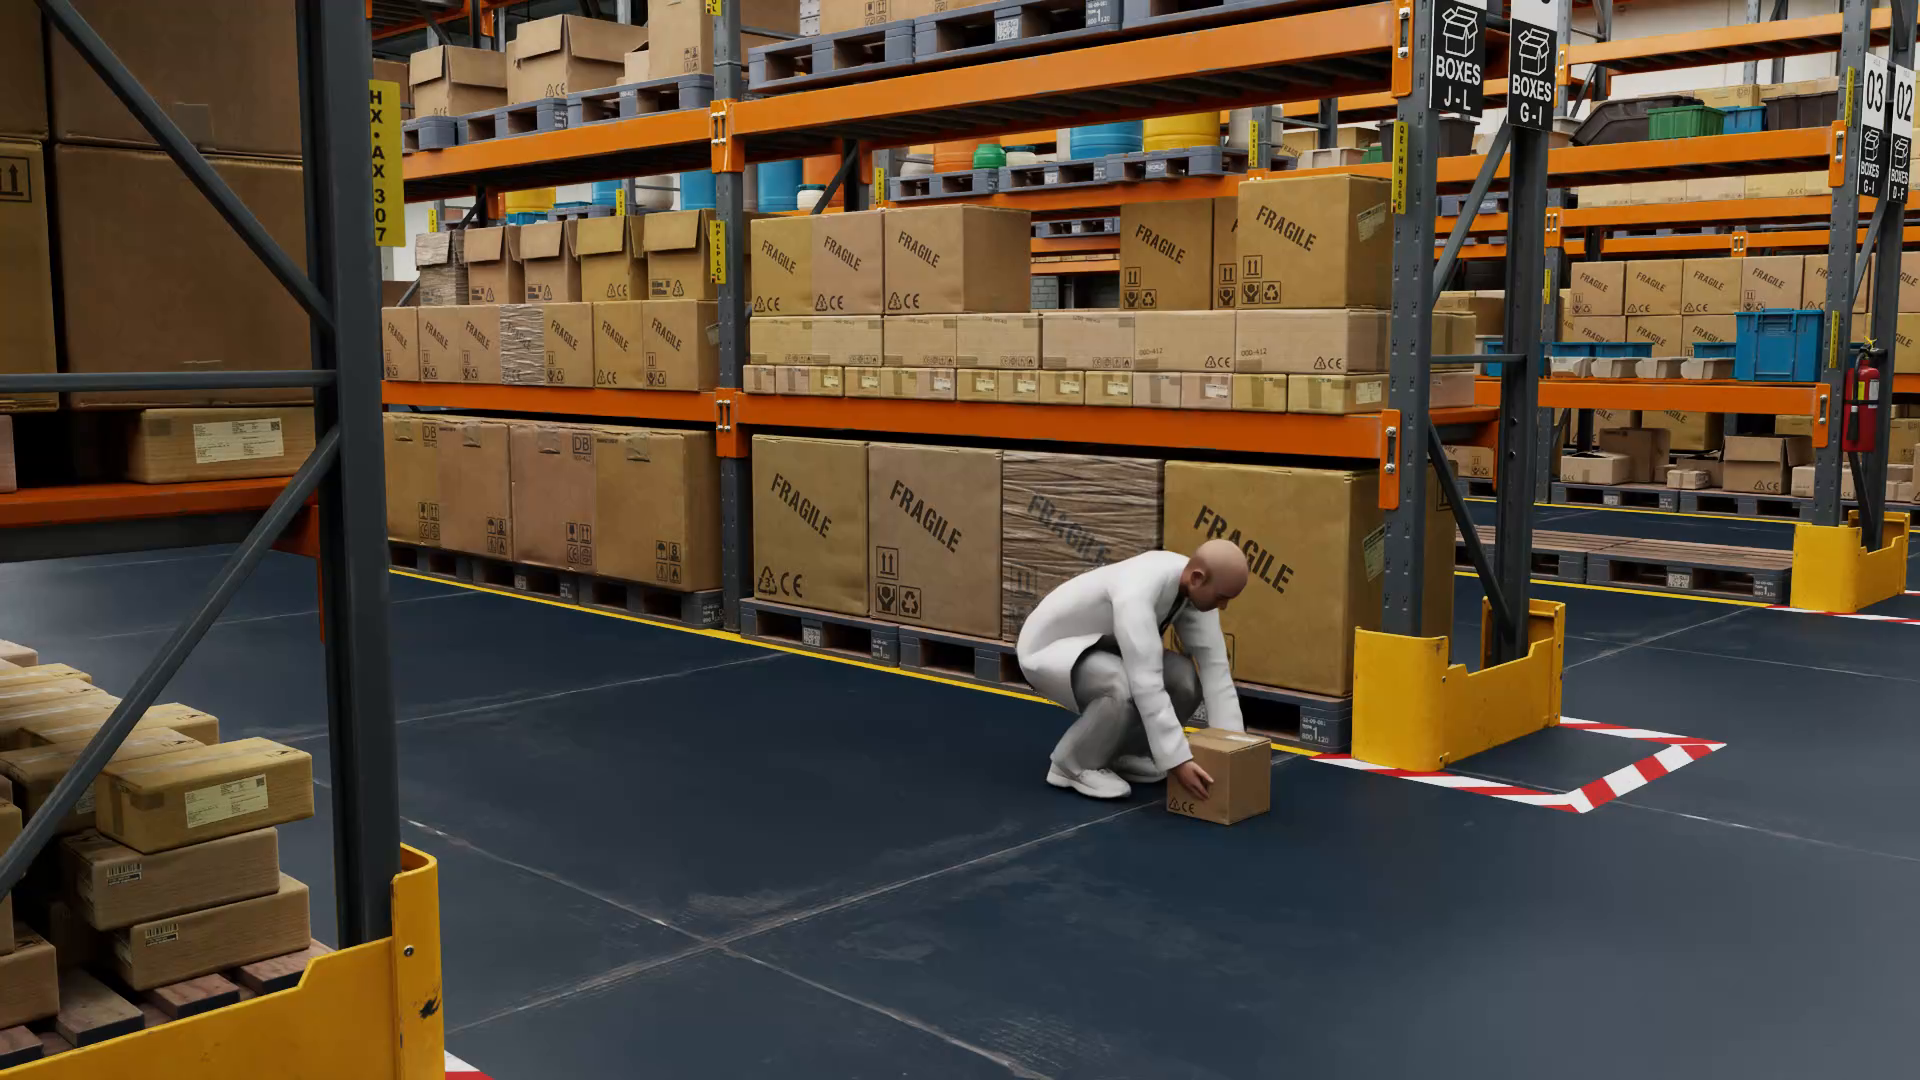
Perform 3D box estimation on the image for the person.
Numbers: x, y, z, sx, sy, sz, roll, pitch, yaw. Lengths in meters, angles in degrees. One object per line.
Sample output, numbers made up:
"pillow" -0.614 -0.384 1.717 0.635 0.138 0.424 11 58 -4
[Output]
"person" 0.614 0.432 5.835 0.906 0.918 0.603 6 9 42
